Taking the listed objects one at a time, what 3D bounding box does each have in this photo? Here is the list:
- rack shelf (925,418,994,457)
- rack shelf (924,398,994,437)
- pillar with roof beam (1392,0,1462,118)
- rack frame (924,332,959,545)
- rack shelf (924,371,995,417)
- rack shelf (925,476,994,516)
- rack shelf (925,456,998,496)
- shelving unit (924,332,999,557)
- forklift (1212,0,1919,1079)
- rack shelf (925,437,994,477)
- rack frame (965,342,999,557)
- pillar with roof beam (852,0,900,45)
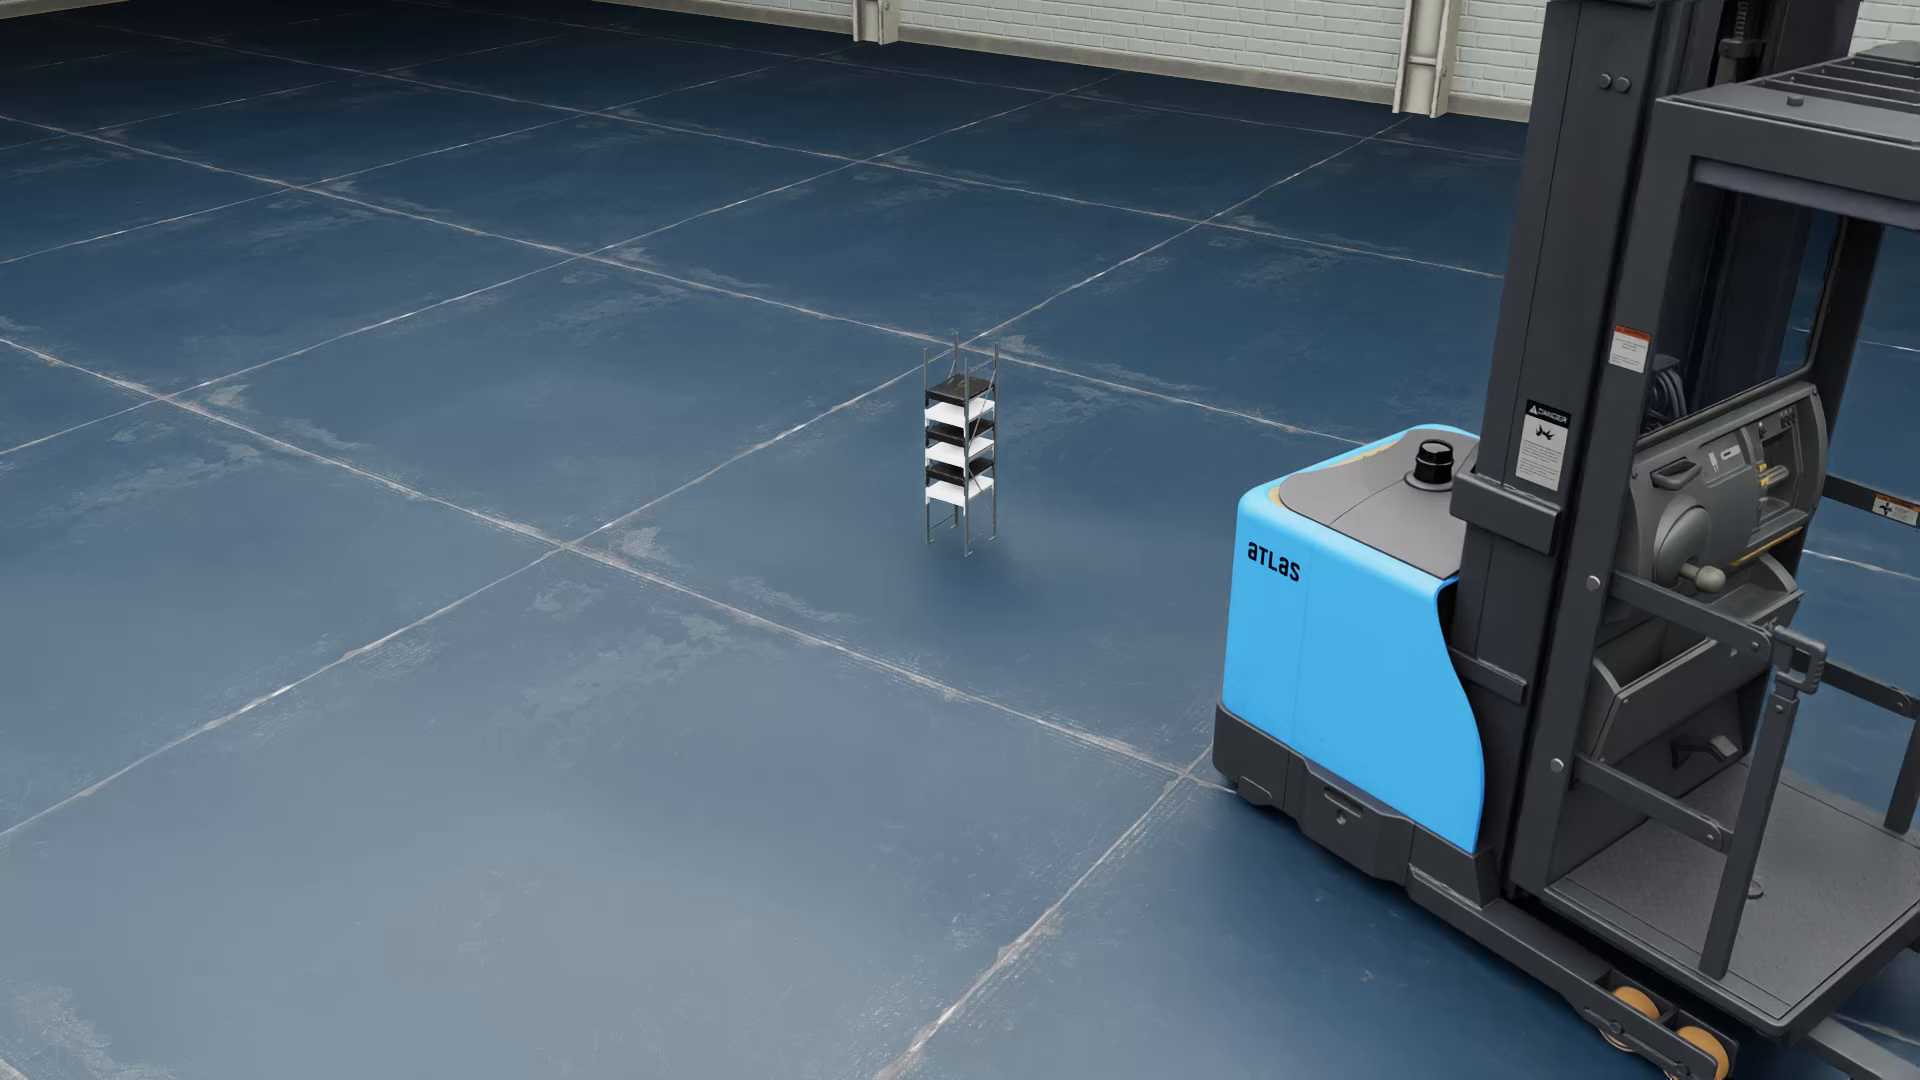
[{"bbox_3d":[0.007,-0.449,7.016,0.200,0.077,0.258,17,32,30],"label":"rack shelf"},{"bbox_3d":[0.007,-0.530,6.975,0.200,0.077,0.258,17,32,30],"label":"rack shelf"},{"bbox_3d":[1.621,-6.179,9.469,0.400,9.000,9.100,17,32,30],"label":"pillar with roof beam"},{"bbox_3d":[-0.077,-0.425,7.093,0.006,0.900,0.240,17,32,30],"label":"rack frame"},{"bbox_3d":[0.007,-0.610,6.934,0.200,0.077,0.258,17,32,30],"label":"rack shelf"},{"bbox_3d":[0.007,-0.209,7.139,0.200,0.077,0.258,17,32,30],"label":"rack shelf"},{"bbox_3d":[0.007,-0.289,7.098,0.200,0.077,0.258,17,32,30],"label":"rack shelf"},{"bbox_3d":[0.007,-0.399,7.042,0.210,0.900,0.258,17,32,30],"label":"shelving unit"},{"bbox_3d":[2.155,-0.106,4.226,1.130,2.935,3.031,-20,33,-33],"label":"forklift"},{"bbox_3d":[0.007,-0.369,7.057,0.200,0.077,0.258,17,32,30],"label":"rack shelf"},{"bbox_3d":[0.090,-0.373,6.990,0.006,0.900,0.240,17,32,30],"label":"rack frame"},{"bbox_3d":[-3.325,-7.719,12.497,0.400,9.000,9.100,17,32,30],"label":"pillar with roof beam"}]
